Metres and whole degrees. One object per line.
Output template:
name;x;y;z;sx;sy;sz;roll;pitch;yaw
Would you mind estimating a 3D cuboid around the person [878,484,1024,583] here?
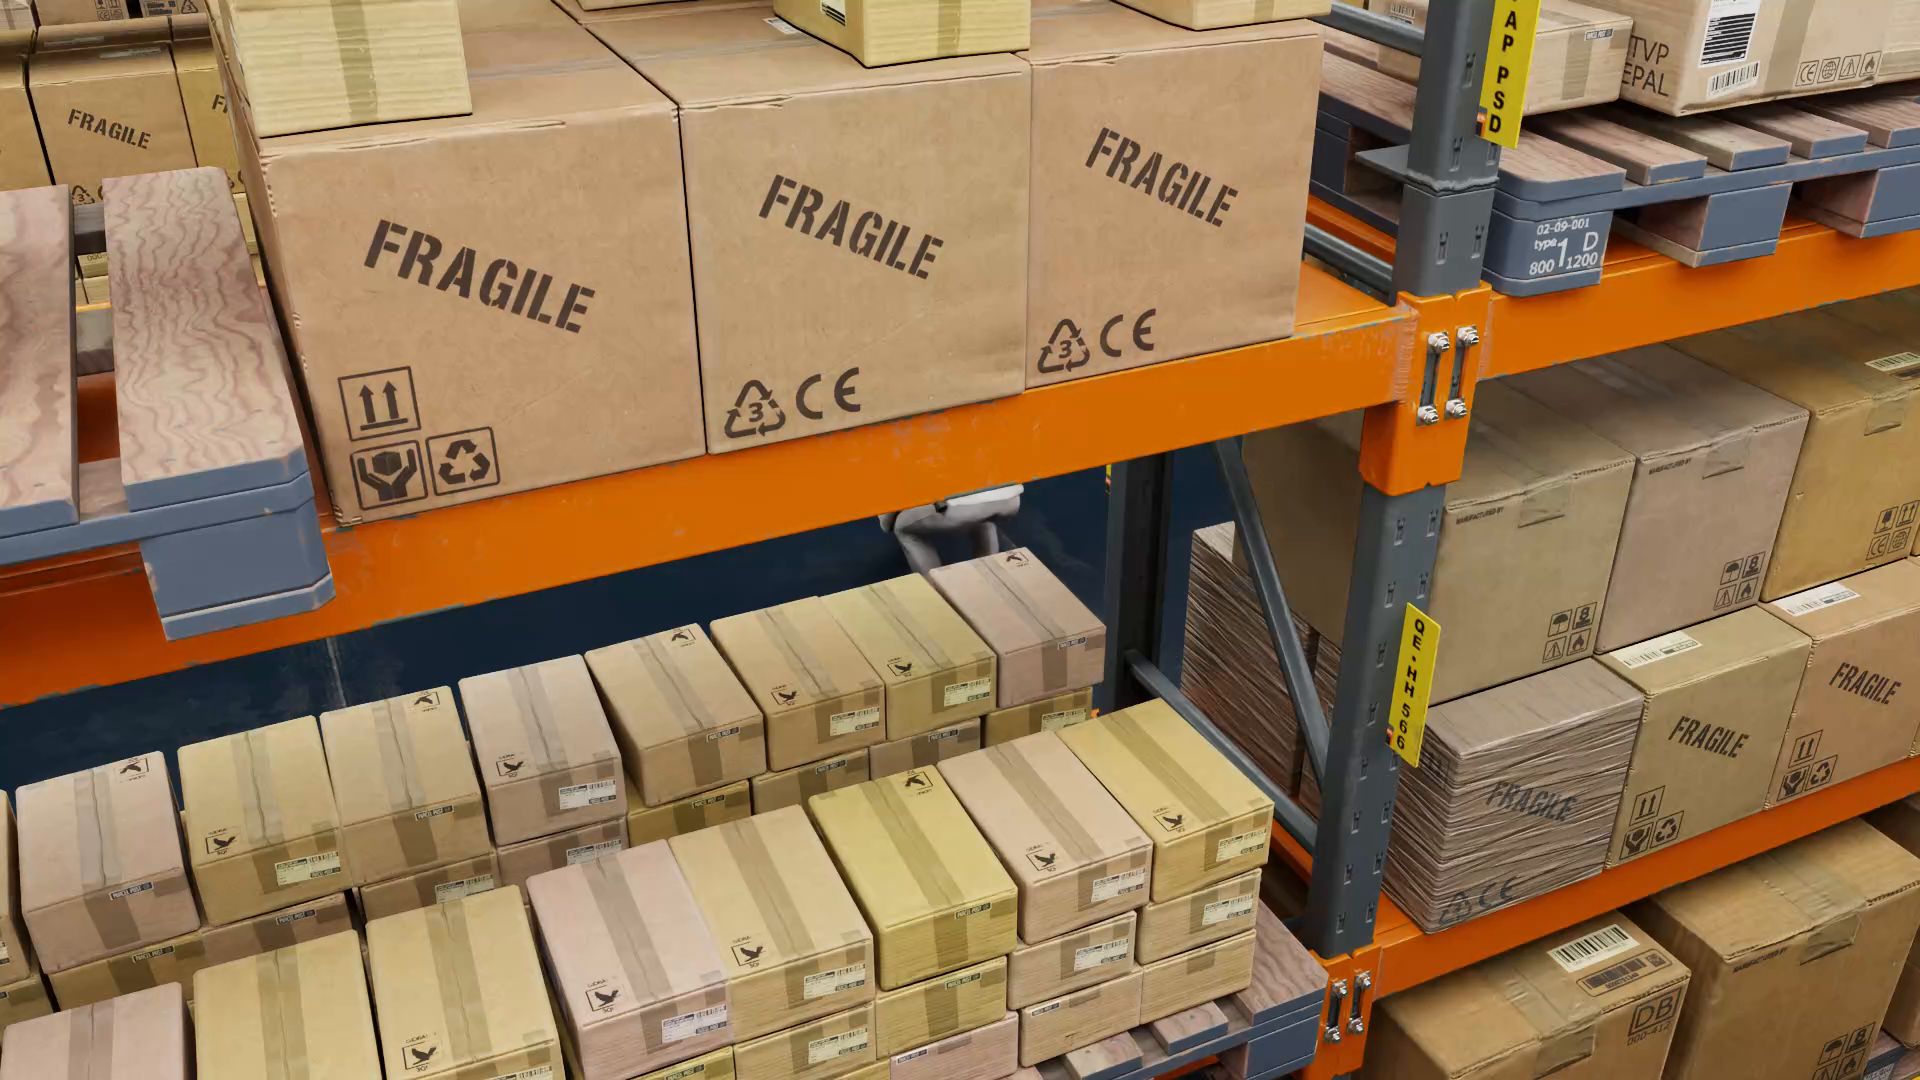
person;-0.075;-0.178;7.134;0.467;0.983;0.915;-15;33;-24
